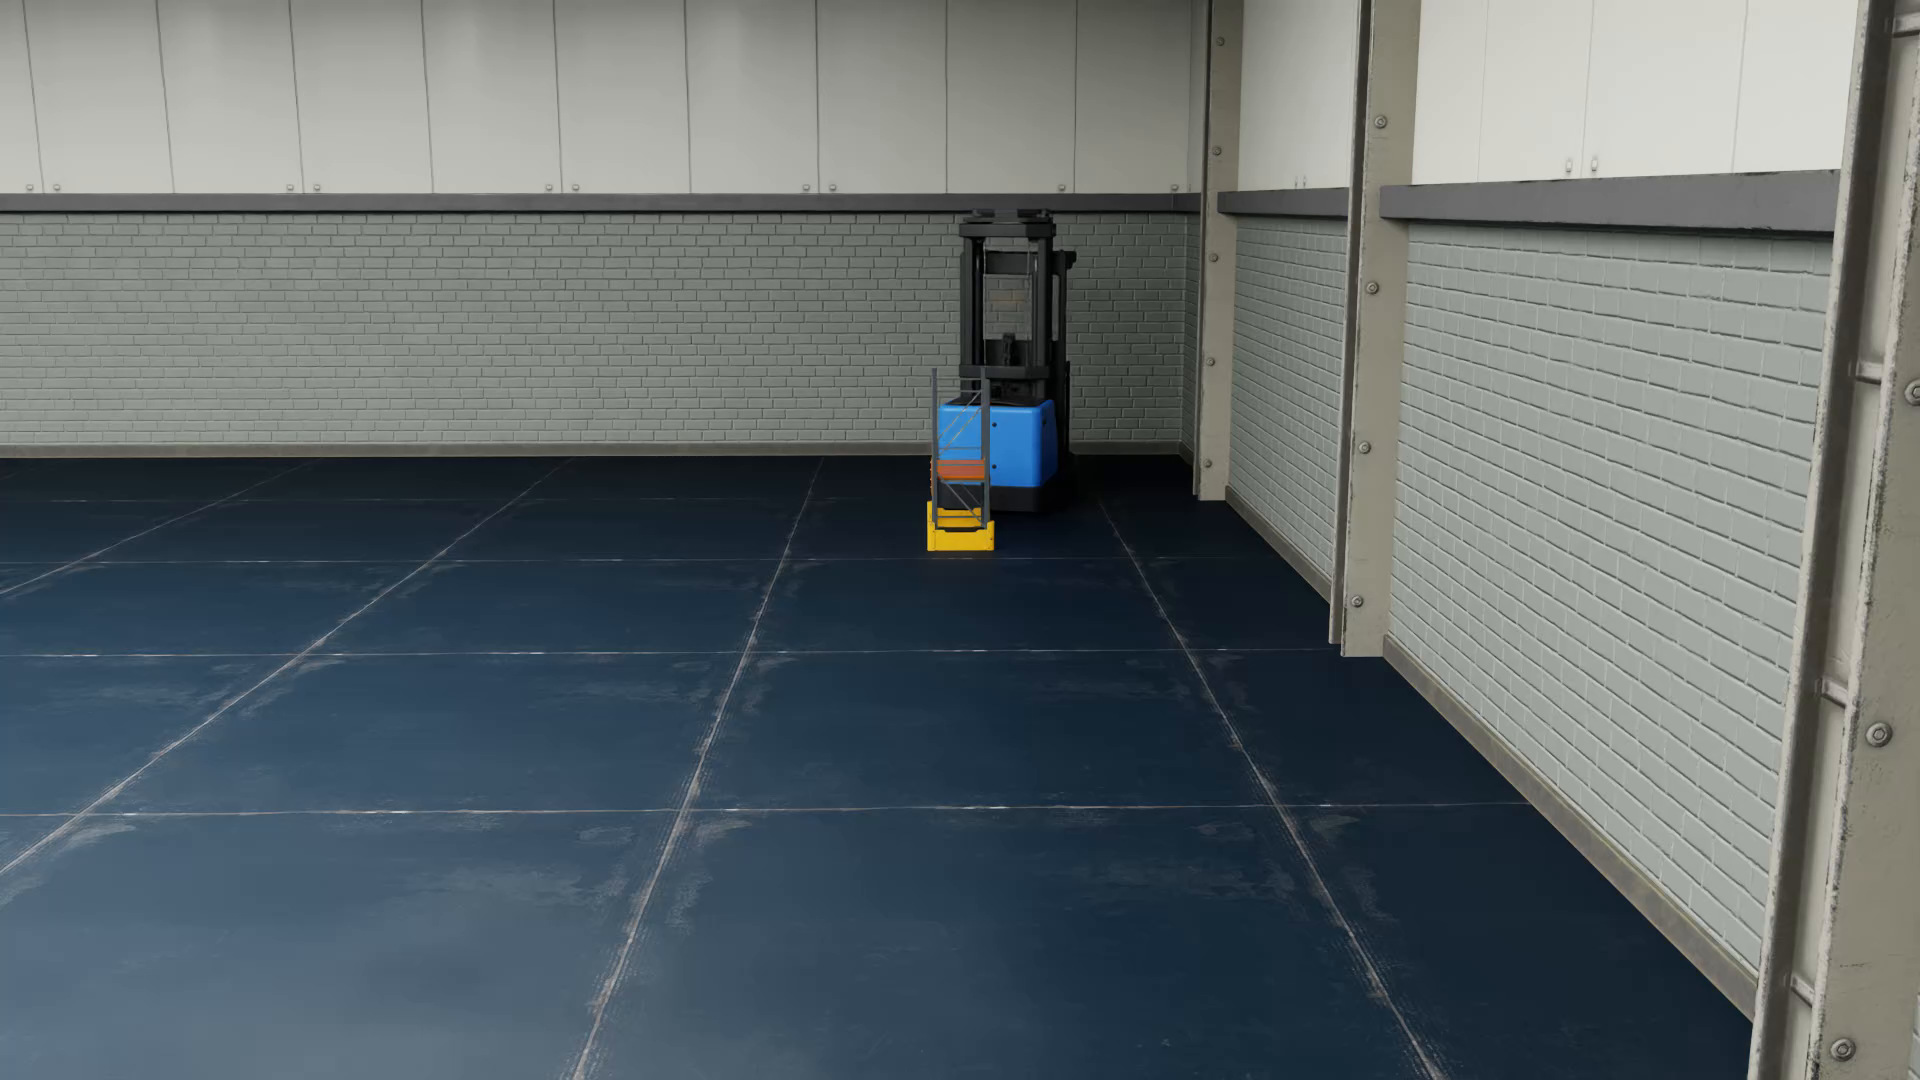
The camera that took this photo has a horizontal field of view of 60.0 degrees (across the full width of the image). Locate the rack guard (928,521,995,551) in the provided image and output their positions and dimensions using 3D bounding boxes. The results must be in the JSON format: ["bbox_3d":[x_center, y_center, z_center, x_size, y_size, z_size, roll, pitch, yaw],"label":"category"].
[{"bbox_3d":[0.009,-0.039,14.621,0.587,0.250,0.087,0,11,-1],"label":"rack guard"}]

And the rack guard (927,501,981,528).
[{"bbox_3d":[-0.012,-0.237,15.597,0.587,0.250,0.087,0,11,-1],"label":"rack guard"}]

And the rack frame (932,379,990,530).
[{"bbox_3d":[0.009,-0.651,14.495,0.500,1.500,0.032,0,11,-1],"label":"rack frame"}]

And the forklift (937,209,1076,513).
[{"bbox_3d":[0.596,-1.949,17.295,1.130,2.935,3.031,3,12,12],"label":"forklift"}]

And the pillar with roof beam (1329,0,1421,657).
[{"bbox_3d":[-1.580,-3.647,10.405,9.100,9.000,0.400,0,11,-1],"label":"pillar with roof beam"}]

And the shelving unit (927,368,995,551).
[{"bbox_3d":[-0.002,-0.750,14.985,0.587,1.500,1.083,0,11,-1],"label":"shelving unit"}]

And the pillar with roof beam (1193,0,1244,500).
[{"bbox_3d":[-1.704,-4.840,16.284,9.100,9.000,0.400,0,11,-1],"label":"pillar with roof beam"}]

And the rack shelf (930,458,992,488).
[{"bbox_3d":[-0.002,-0.576,15.029,0.538,0.185,1.000,0,11,-1],"label":"rack shelf"}]

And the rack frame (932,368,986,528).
[{"bbox_3d":[-0.012,-0.853,15.492,0.500,1.500,0.032,0,11,-1],"label":"rack frame"}]
